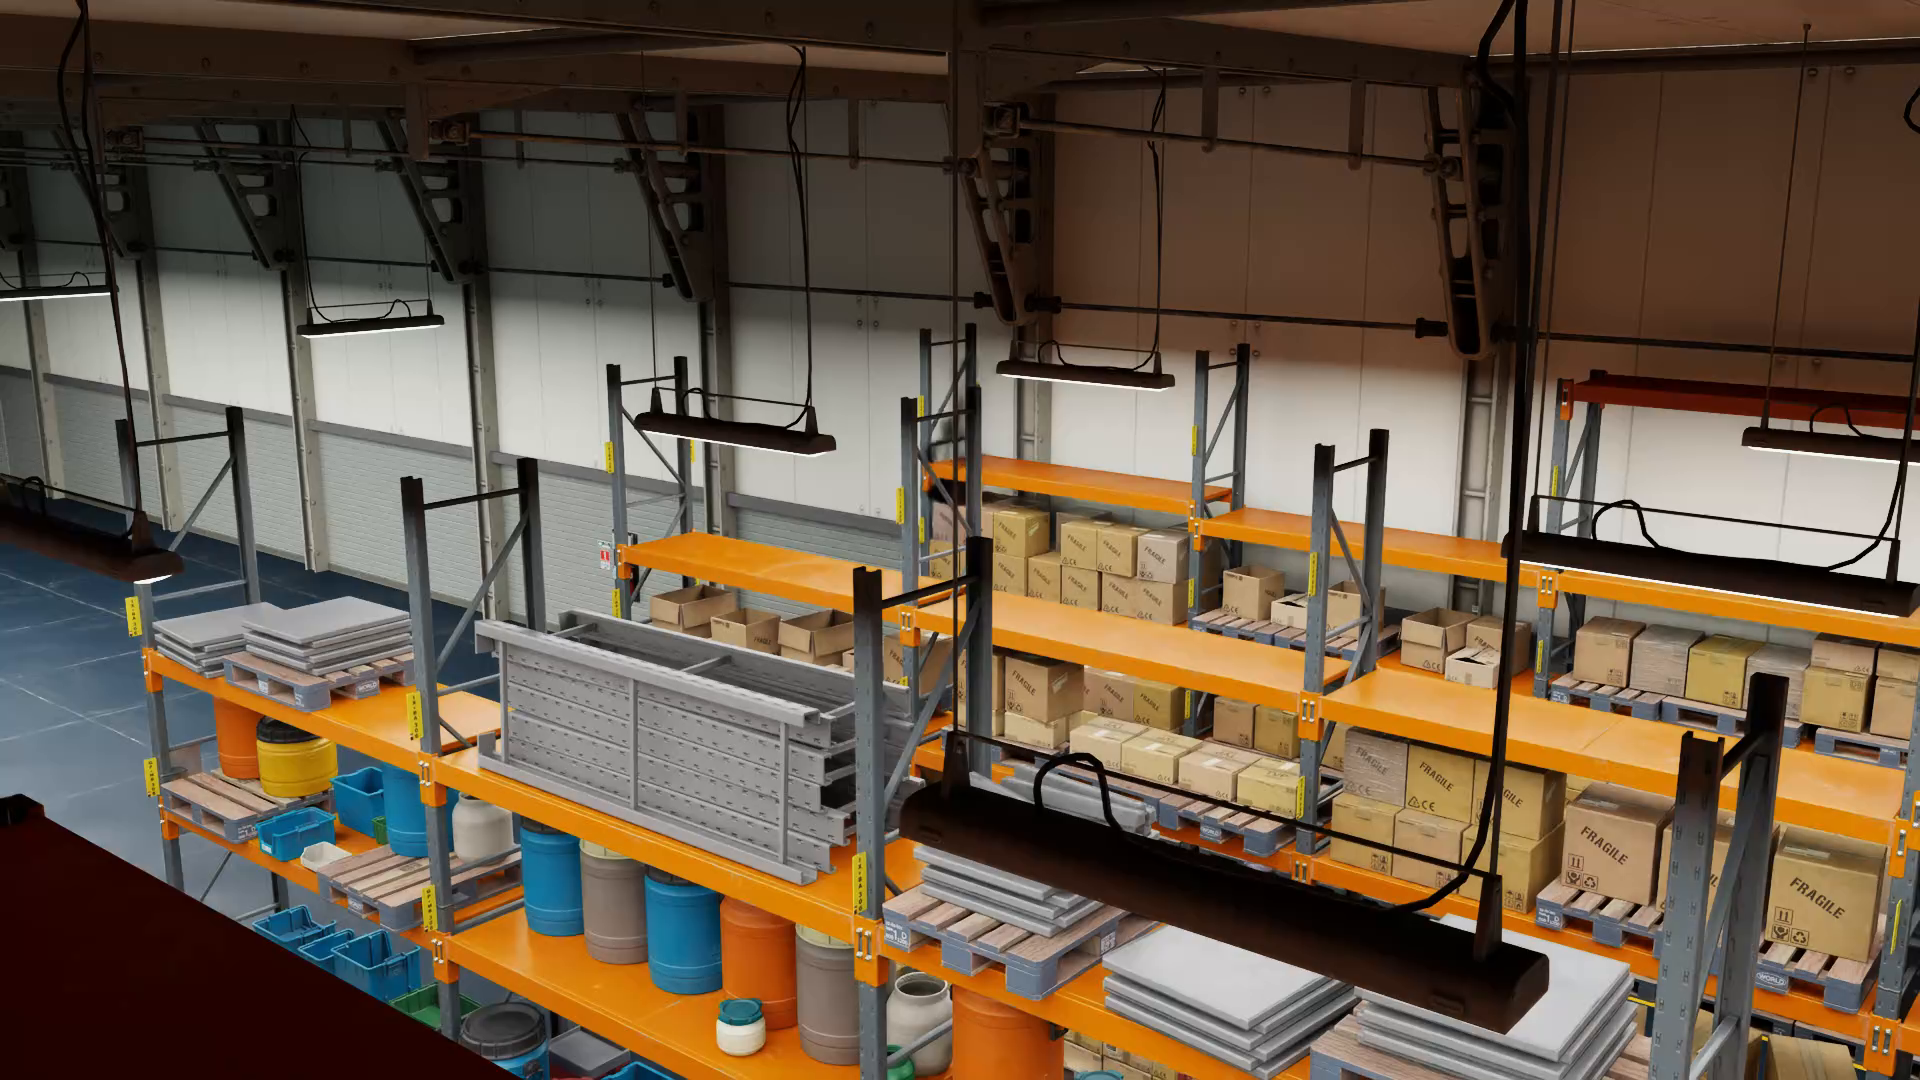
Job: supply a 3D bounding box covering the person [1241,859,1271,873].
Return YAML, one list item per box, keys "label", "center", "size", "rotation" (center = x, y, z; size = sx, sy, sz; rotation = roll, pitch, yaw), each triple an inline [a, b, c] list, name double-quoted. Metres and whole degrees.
- label: "person"
  center: [2.811, 3.651, 16.418]
  size: [0.577, 1.609, 0.592]
  rotation: [10, 16, 39]
